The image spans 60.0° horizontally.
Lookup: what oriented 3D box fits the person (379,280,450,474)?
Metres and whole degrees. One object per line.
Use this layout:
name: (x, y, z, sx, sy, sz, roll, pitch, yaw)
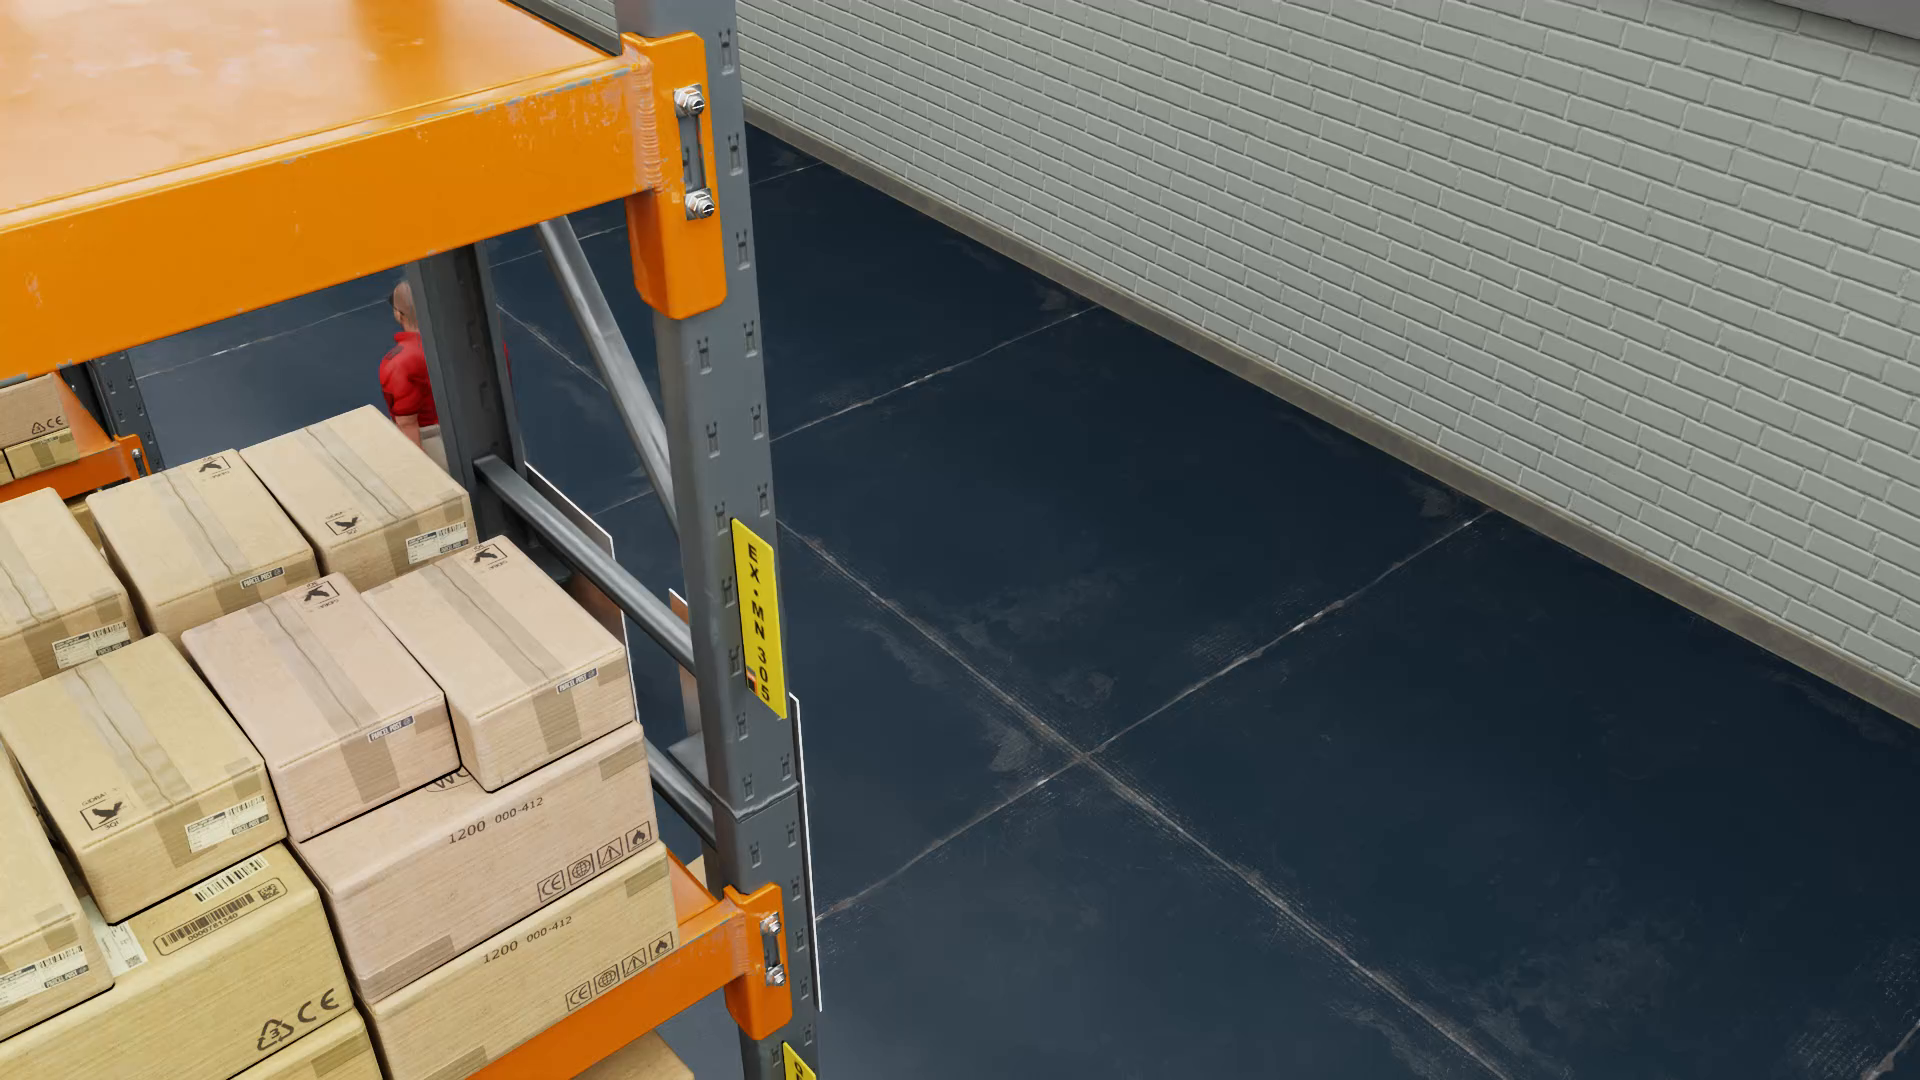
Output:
person: (-2.405, -0.469, 7.739, 0.989, 1.665, 0.535, 30, 45, 34)
